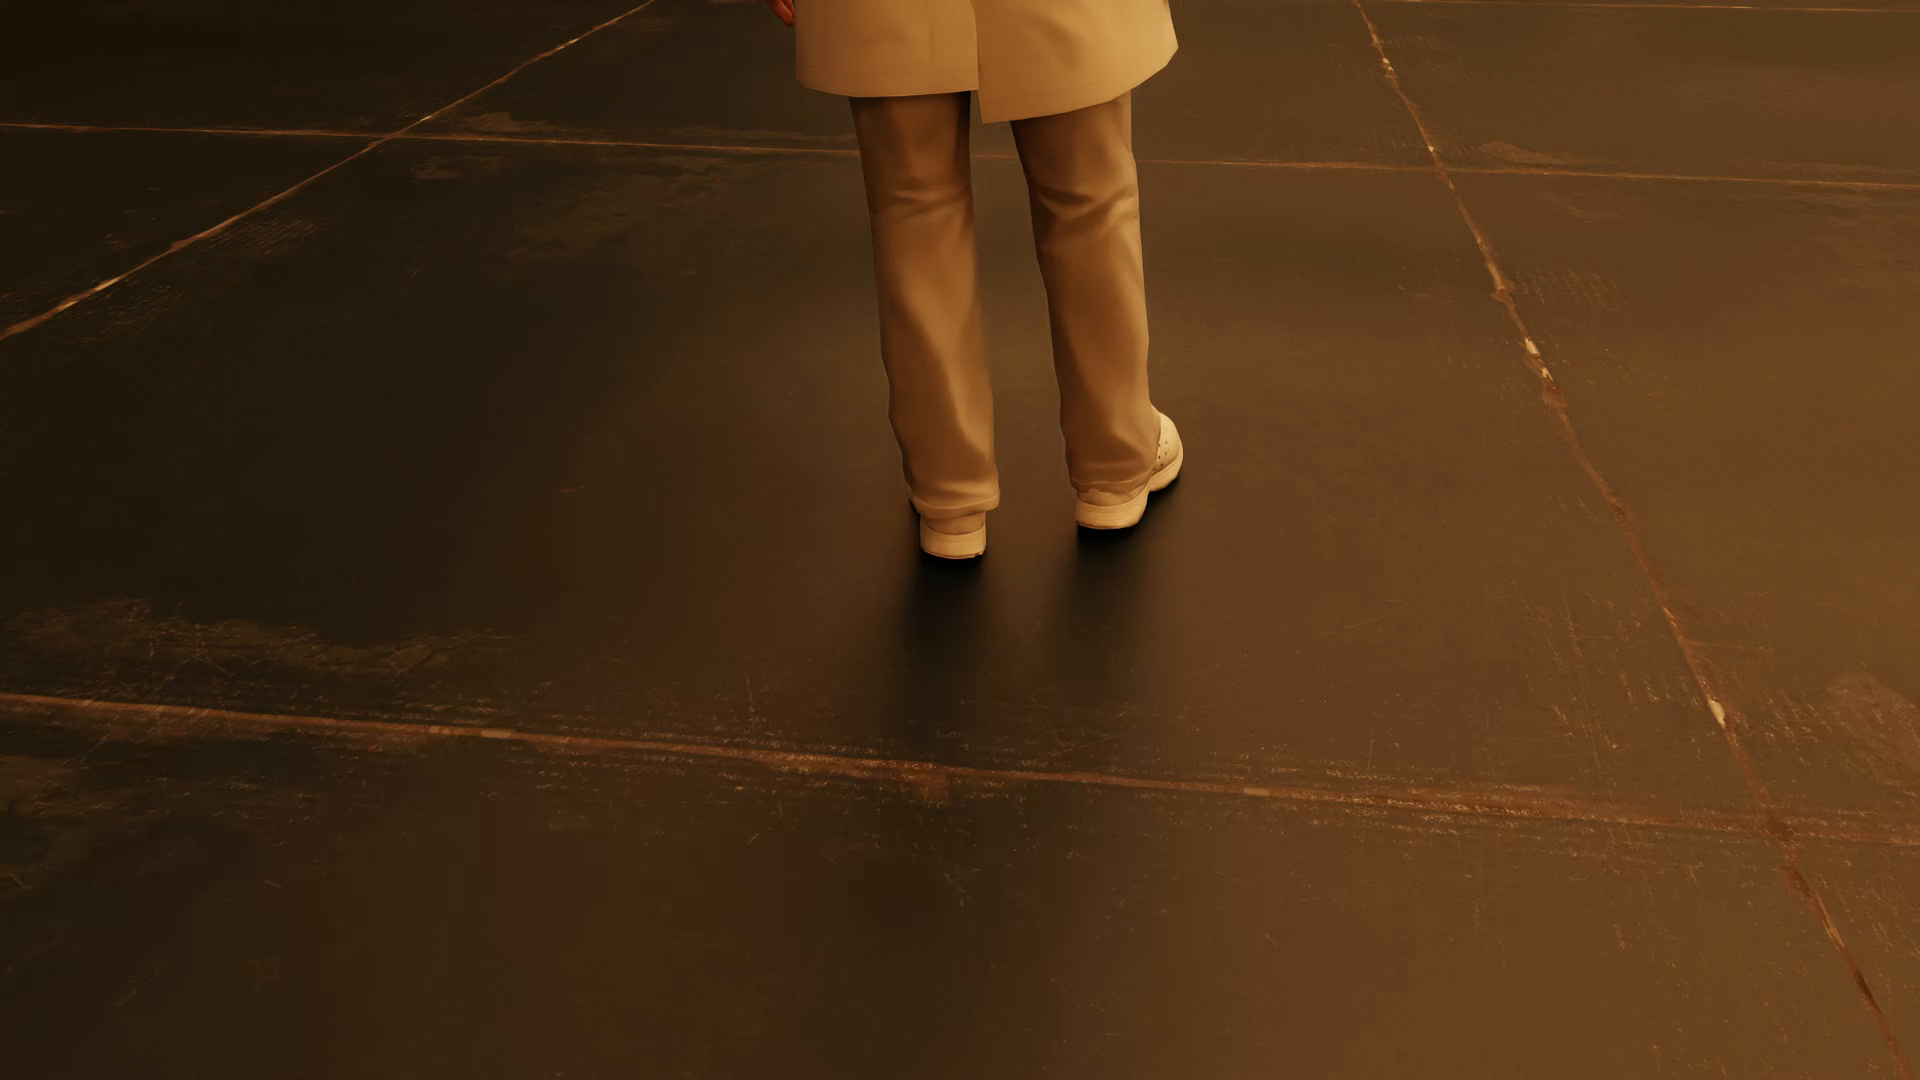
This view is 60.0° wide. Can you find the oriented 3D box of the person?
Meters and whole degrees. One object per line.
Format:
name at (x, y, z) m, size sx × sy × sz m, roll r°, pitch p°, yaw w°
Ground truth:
person at (0.016, -0.843, 2.180) m, size 0.698 × 1.778 × 0.578 m, roll 3°, pitch 27°, yaw 7°
